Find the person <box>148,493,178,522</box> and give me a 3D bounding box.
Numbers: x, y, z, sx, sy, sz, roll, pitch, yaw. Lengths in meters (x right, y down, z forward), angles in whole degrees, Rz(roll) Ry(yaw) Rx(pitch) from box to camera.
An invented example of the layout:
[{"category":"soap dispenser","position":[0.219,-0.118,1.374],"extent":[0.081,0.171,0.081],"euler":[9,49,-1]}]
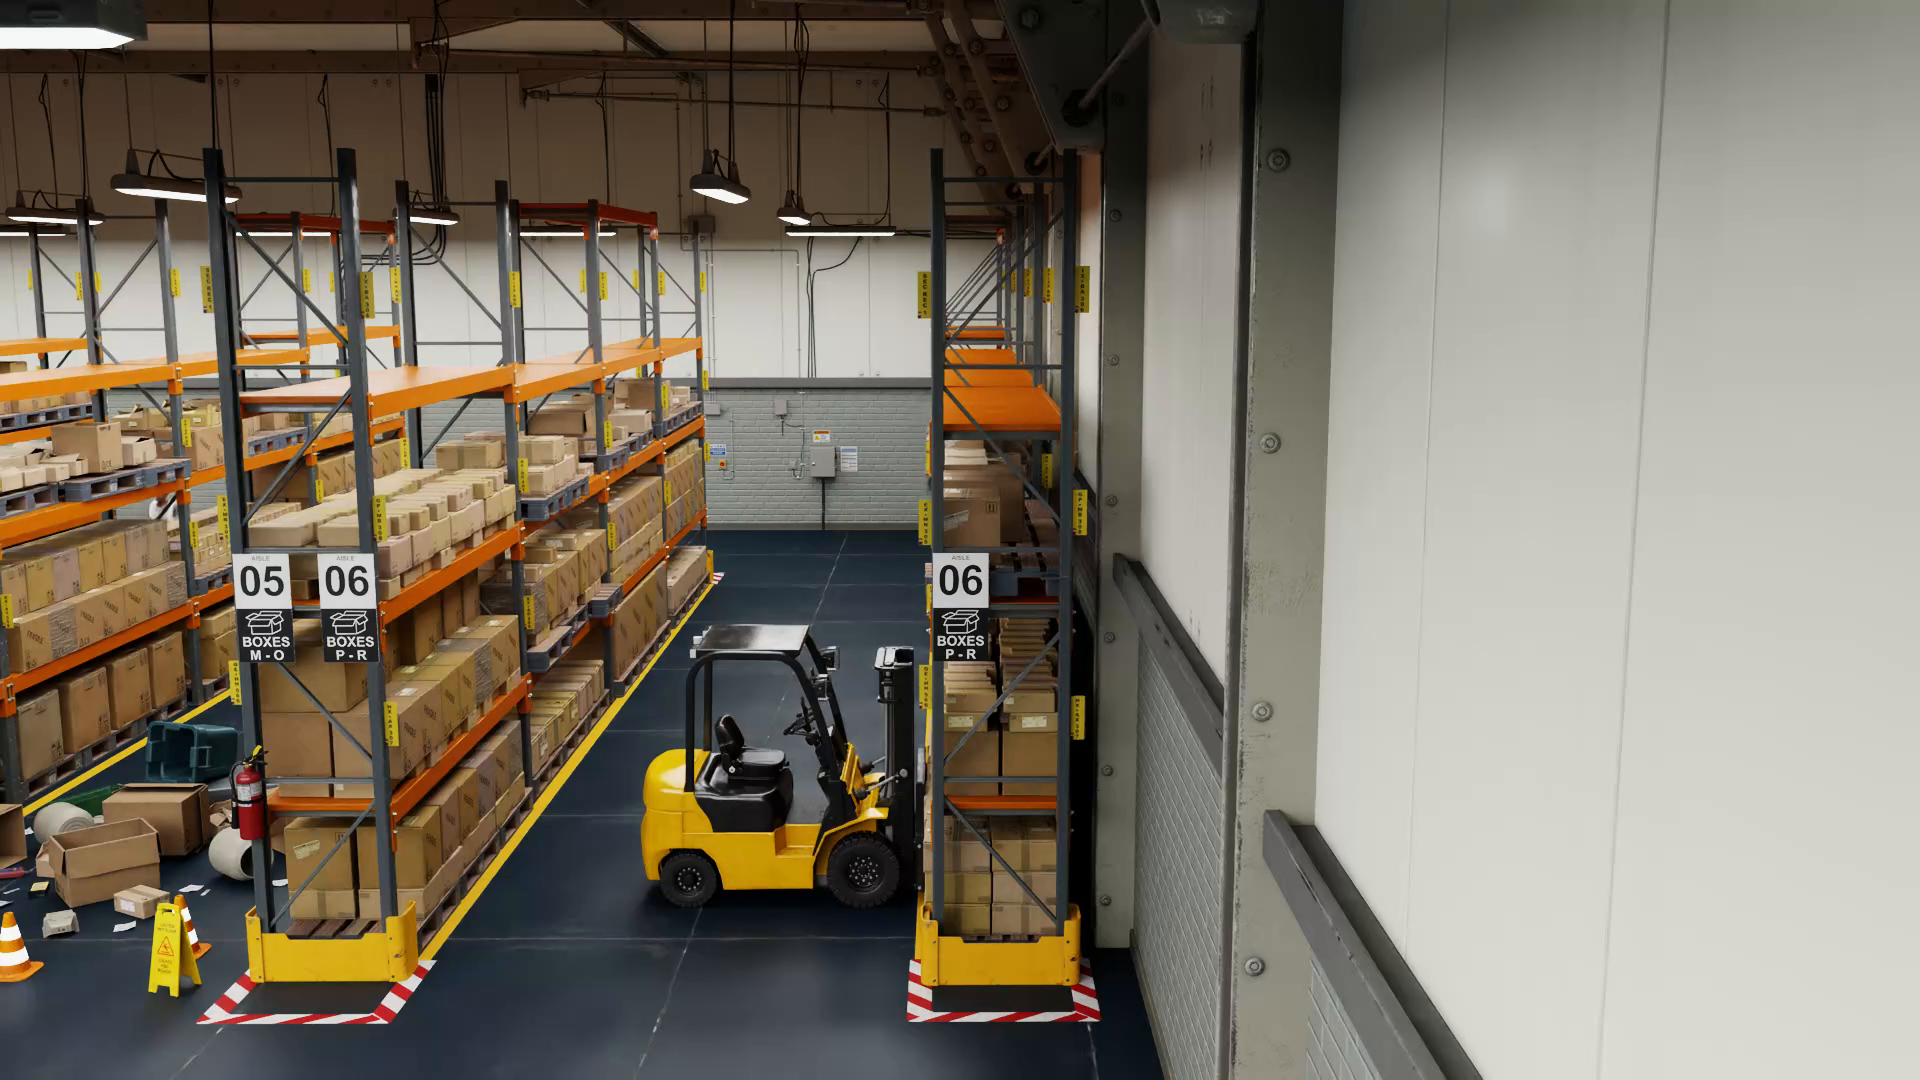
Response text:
[{"category":"person","position":[-12.924,-0.024,27.072],"extent":[0.671,1.766,0.924],"euler":[0,9,-3]}]
